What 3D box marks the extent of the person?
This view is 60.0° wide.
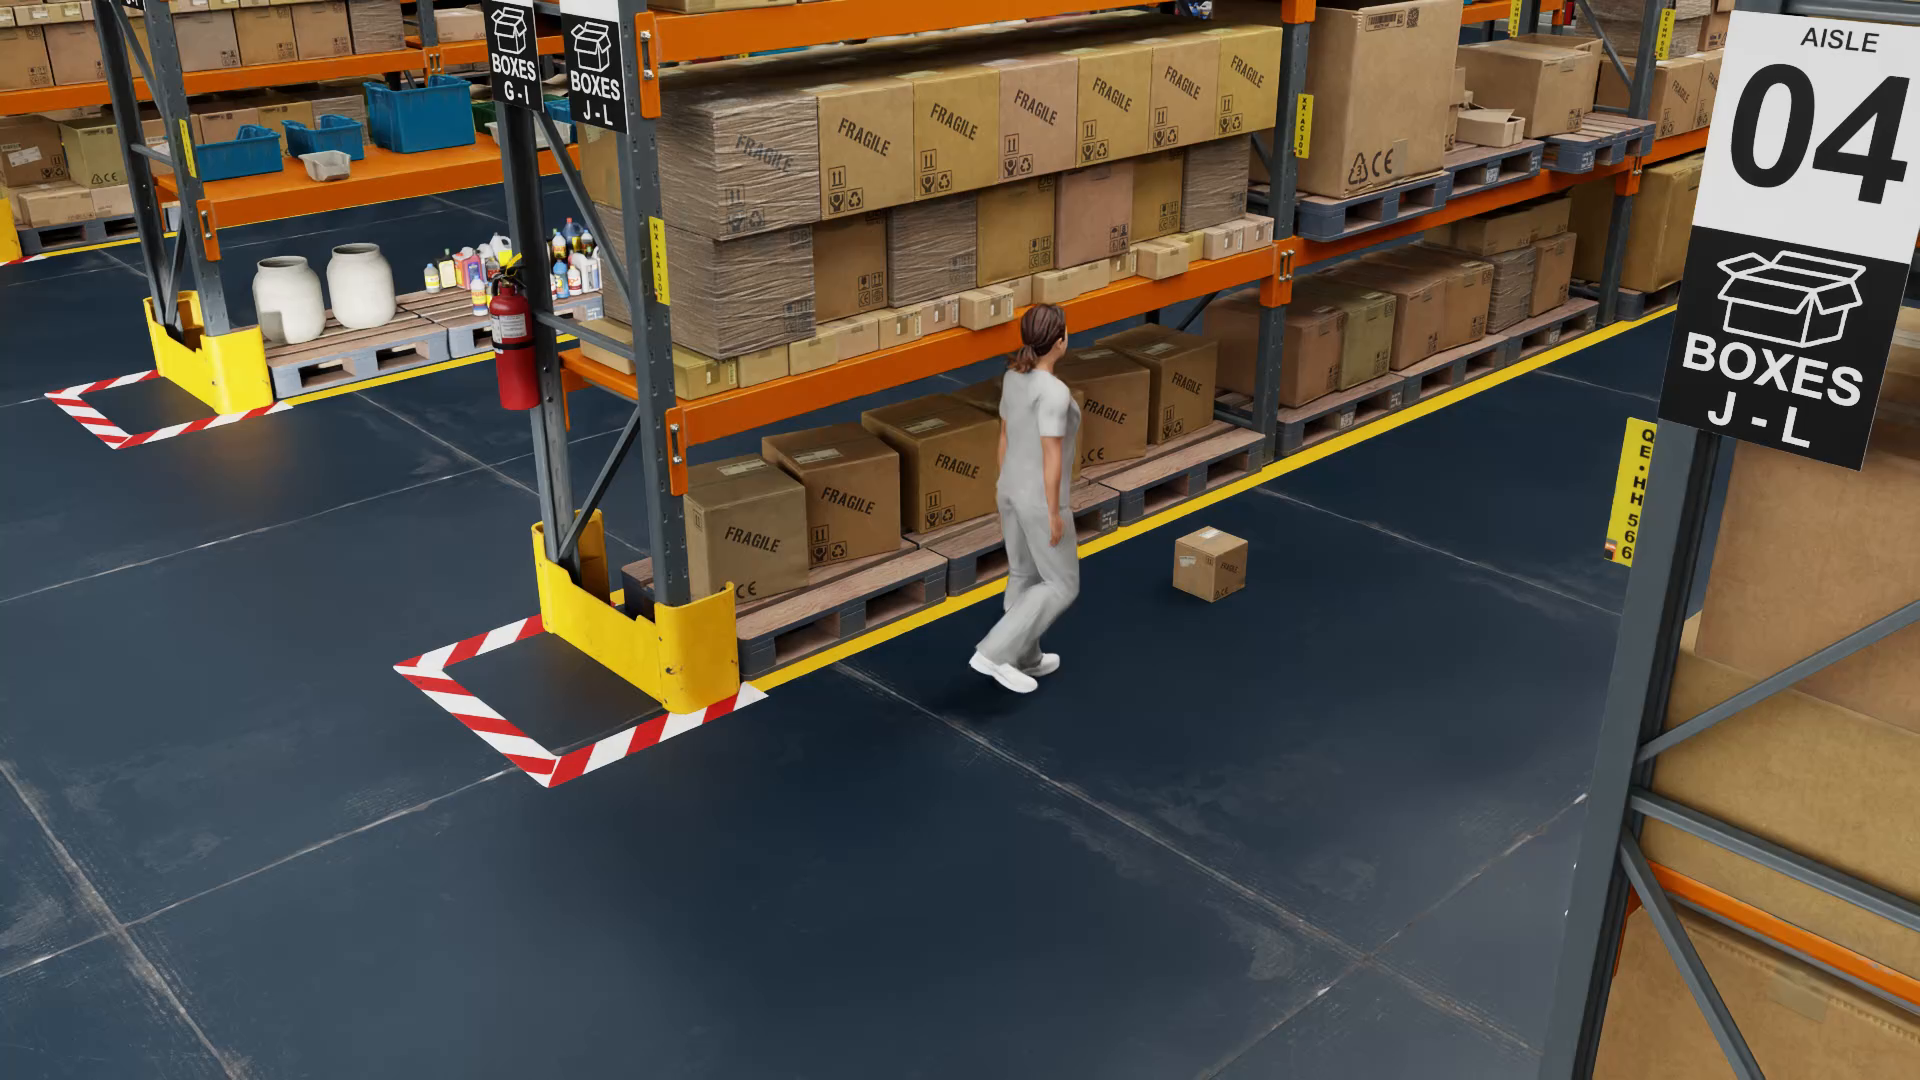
[{"bbox_3d":[0.250,-0.139,6.917,0.528,1.667,0.516,-12,27,-25],"label":"person"}]
